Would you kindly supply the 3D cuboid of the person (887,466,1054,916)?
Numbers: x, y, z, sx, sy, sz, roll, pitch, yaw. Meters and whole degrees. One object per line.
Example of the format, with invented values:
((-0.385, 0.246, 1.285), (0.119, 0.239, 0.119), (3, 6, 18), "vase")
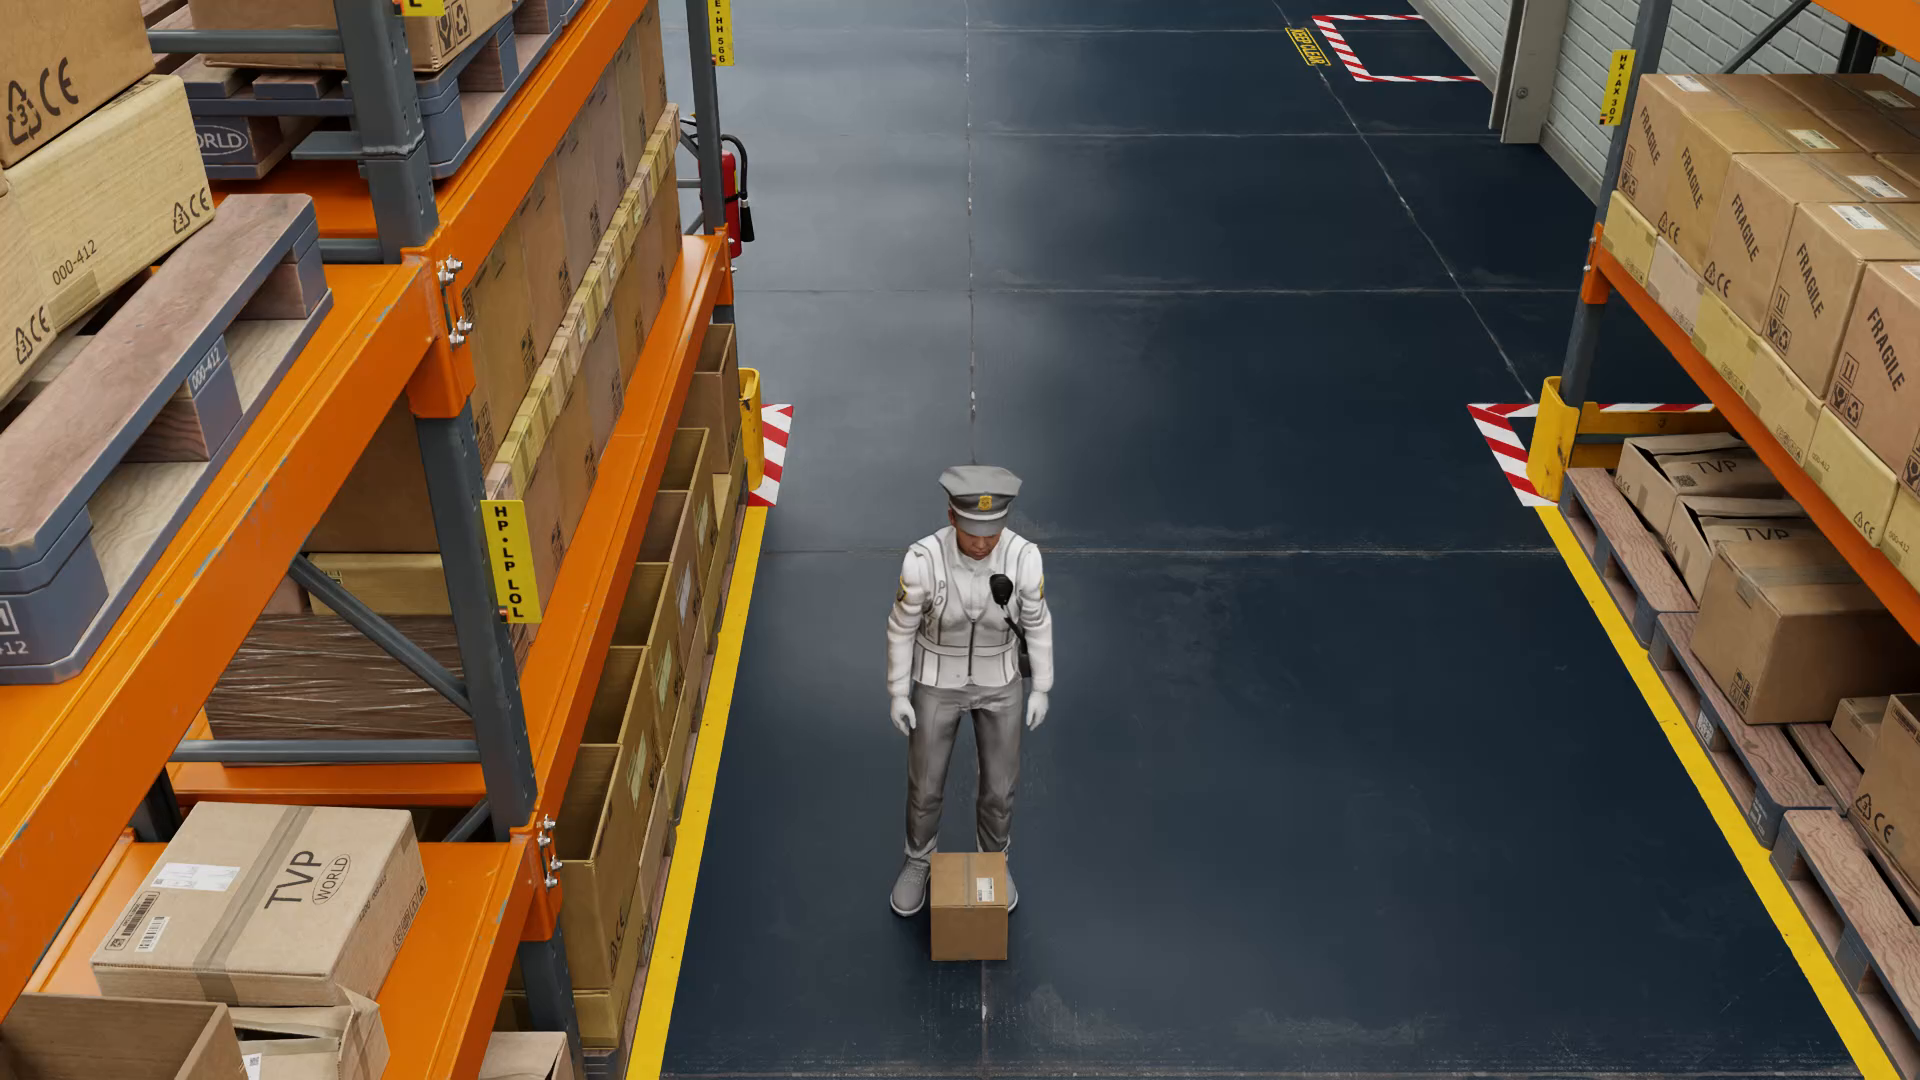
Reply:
((0.029, 0.485, 5.346), (0.546, 1.664, 0.375), (-2, 32, -3), "person")
